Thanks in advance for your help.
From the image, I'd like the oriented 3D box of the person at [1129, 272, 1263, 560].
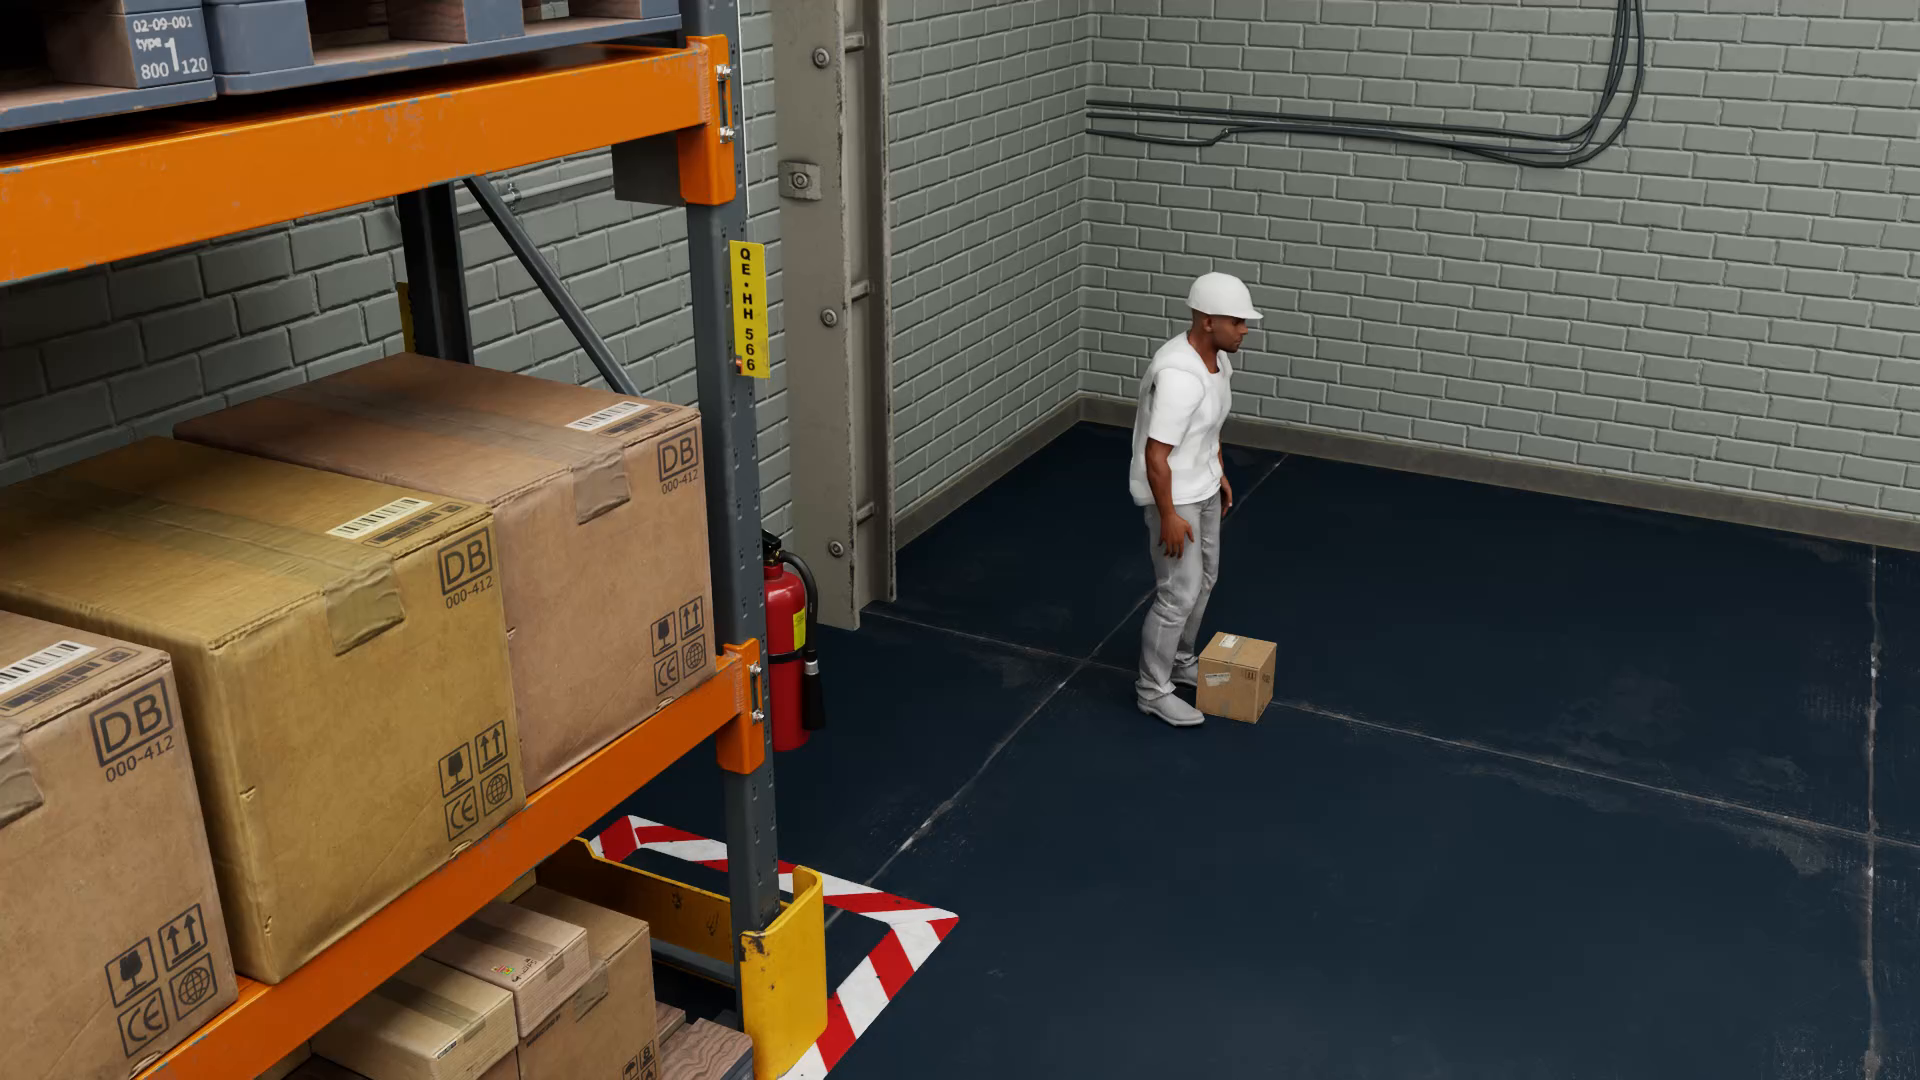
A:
[{"bbox_3d":[0.901,-0.502,6.359,0.456,1.057,0.627,11,25,25],"label":"person"}]
